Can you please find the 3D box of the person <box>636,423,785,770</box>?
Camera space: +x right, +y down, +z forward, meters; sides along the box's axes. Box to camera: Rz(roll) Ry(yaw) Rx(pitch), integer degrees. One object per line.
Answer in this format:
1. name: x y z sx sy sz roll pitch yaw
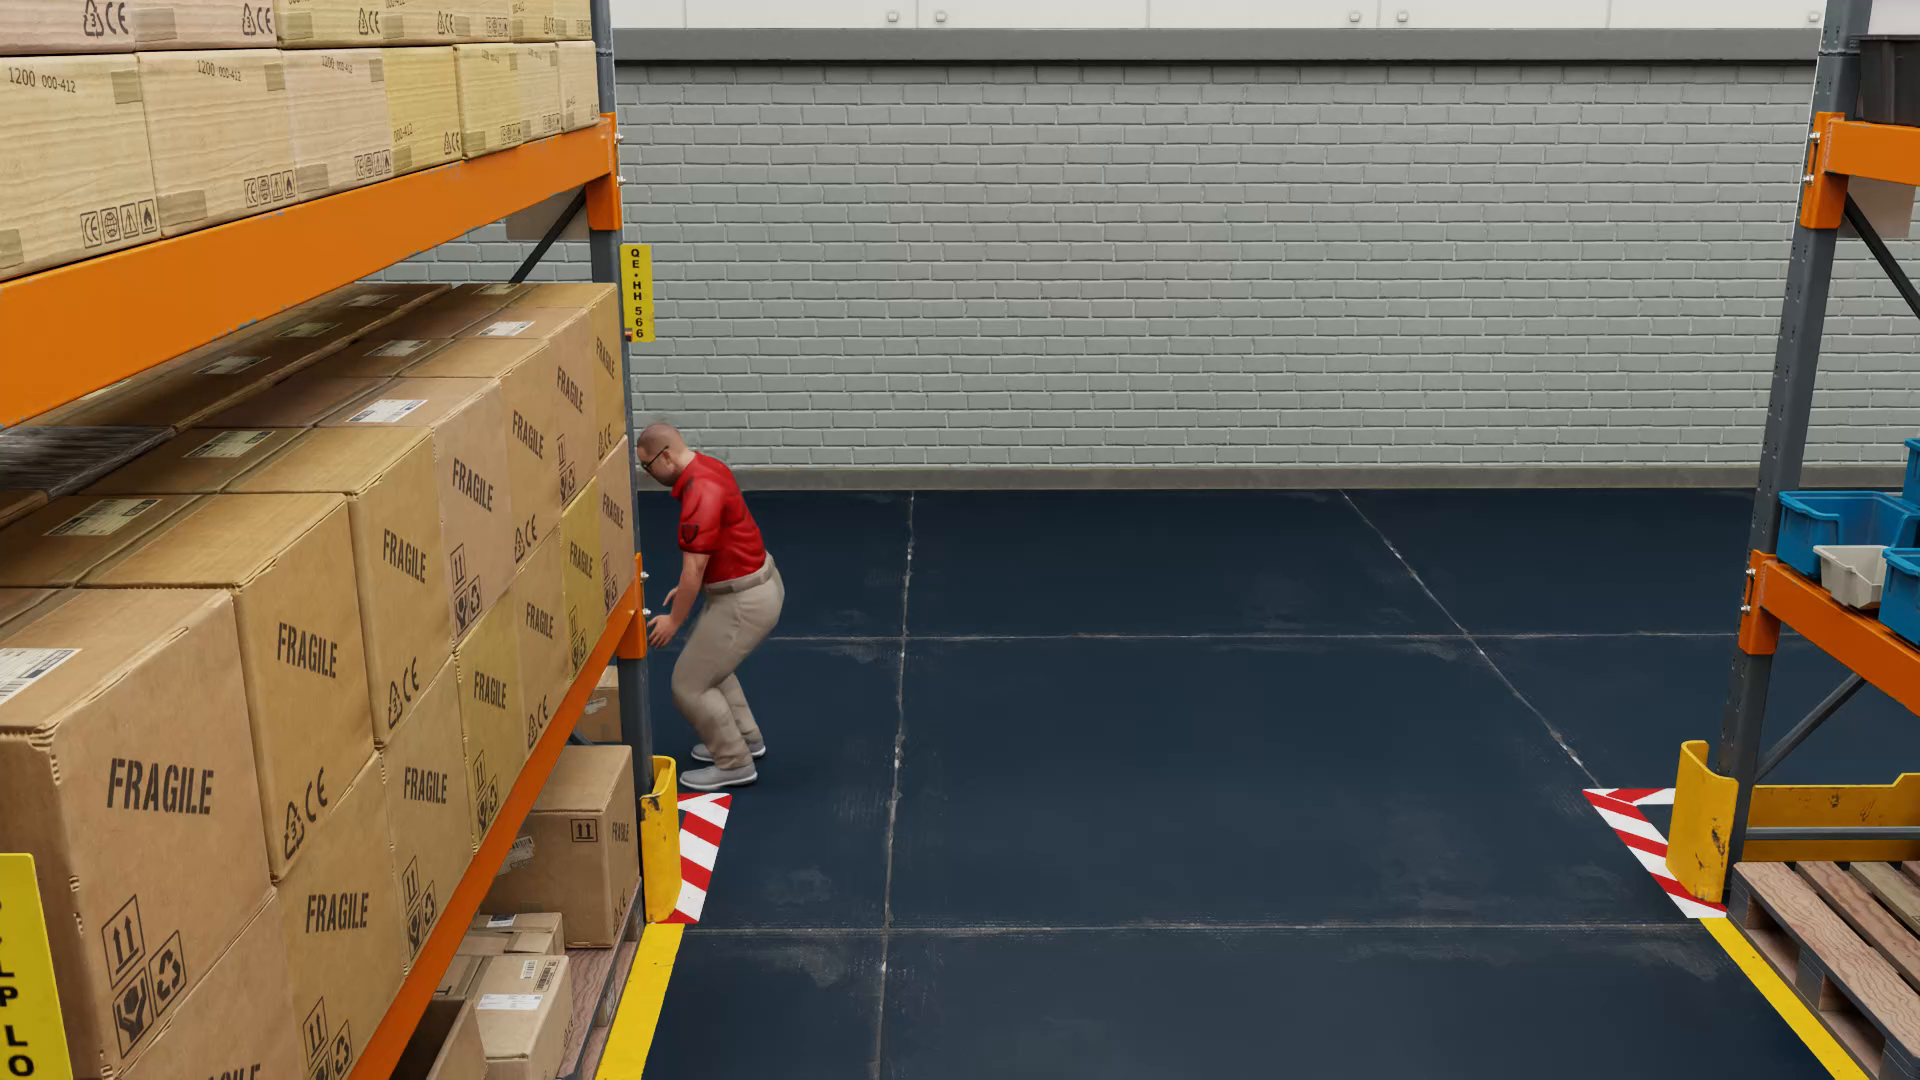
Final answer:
1. person: -1.032 0.229 6.980 0.574 1.482 0.576 -1 17 -2
